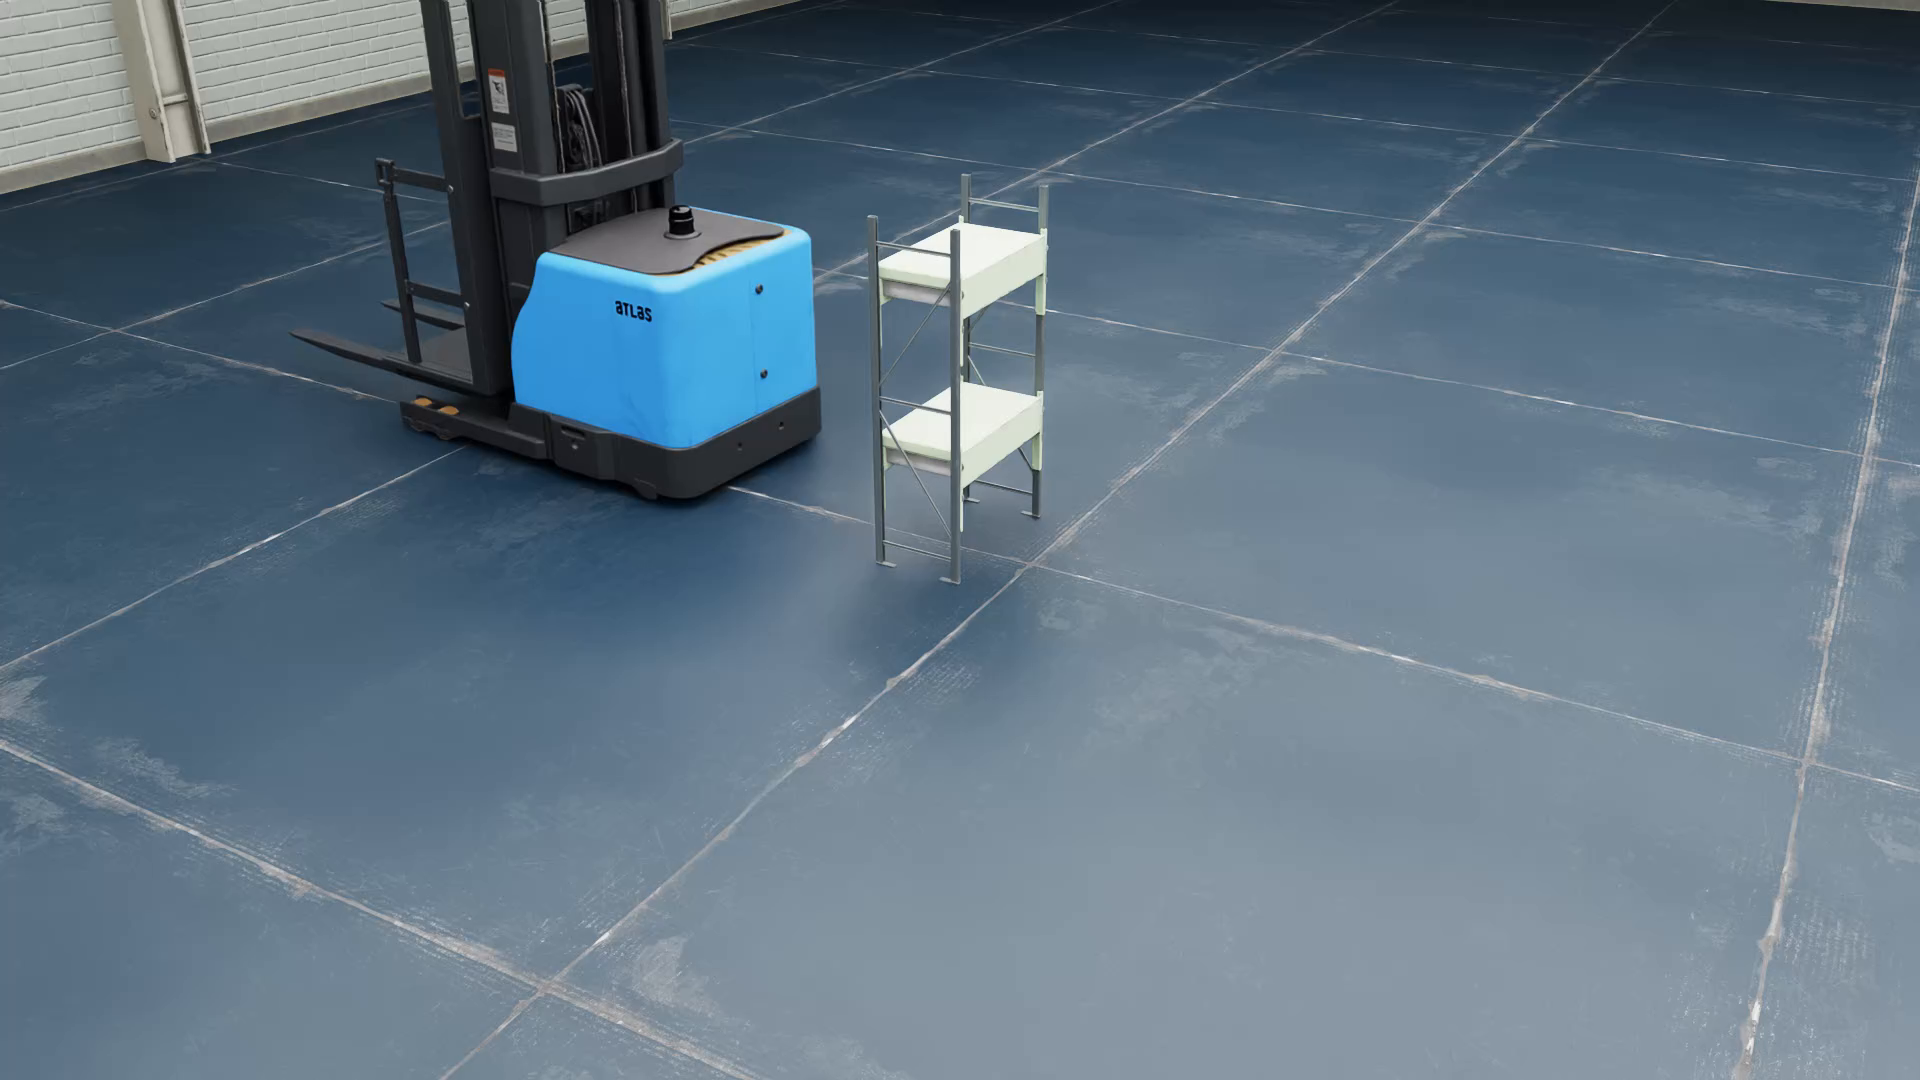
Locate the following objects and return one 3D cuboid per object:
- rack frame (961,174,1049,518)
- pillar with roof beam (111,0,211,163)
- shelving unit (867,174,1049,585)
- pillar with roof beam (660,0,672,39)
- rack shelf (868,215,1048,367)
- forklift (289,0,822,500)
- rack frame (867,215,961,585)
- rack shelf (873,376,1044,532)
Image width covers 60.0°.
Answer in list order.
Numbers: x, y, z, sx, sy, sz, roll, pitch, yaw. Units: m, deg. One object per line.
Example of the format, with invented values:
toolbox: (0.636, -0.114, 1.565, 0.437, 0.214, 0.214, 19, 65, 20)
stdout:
rack frame: (0.183, -0.816, 7.204, 0.400, 1.500, 0.023, 14, 30, 26)
pillar with roof beam: (-2.586, -6.194, 9.570, 9.100, 9.000, 0.400, 14, 30, 26)
shelving unit: (0.003, -0.673, 6.919, 0.431, 1.500, 0.755, 14, 30, 26)
pillar with roof beam: (0.365, -8.532, 14.242, 9.100, 9.000, 0.400, 14, 30, 26)
rack shelf: (0.003, -1.022, 6.745, 0.431, 0.370, 0.720, 14, 30, 26)
forklift: (-2.188, -1.984, 7.939, 3.031, 2.935, 1.130, 17, 31, 30)
rack frame: (-0.177, -0.531, 6.635, 0.400, 1.500, 0.023, 14, 30, 26)
rack shelf: (0.003, -0.382, 7.065, 0.431, 0.370, 0.720, 14, 30, 26)
